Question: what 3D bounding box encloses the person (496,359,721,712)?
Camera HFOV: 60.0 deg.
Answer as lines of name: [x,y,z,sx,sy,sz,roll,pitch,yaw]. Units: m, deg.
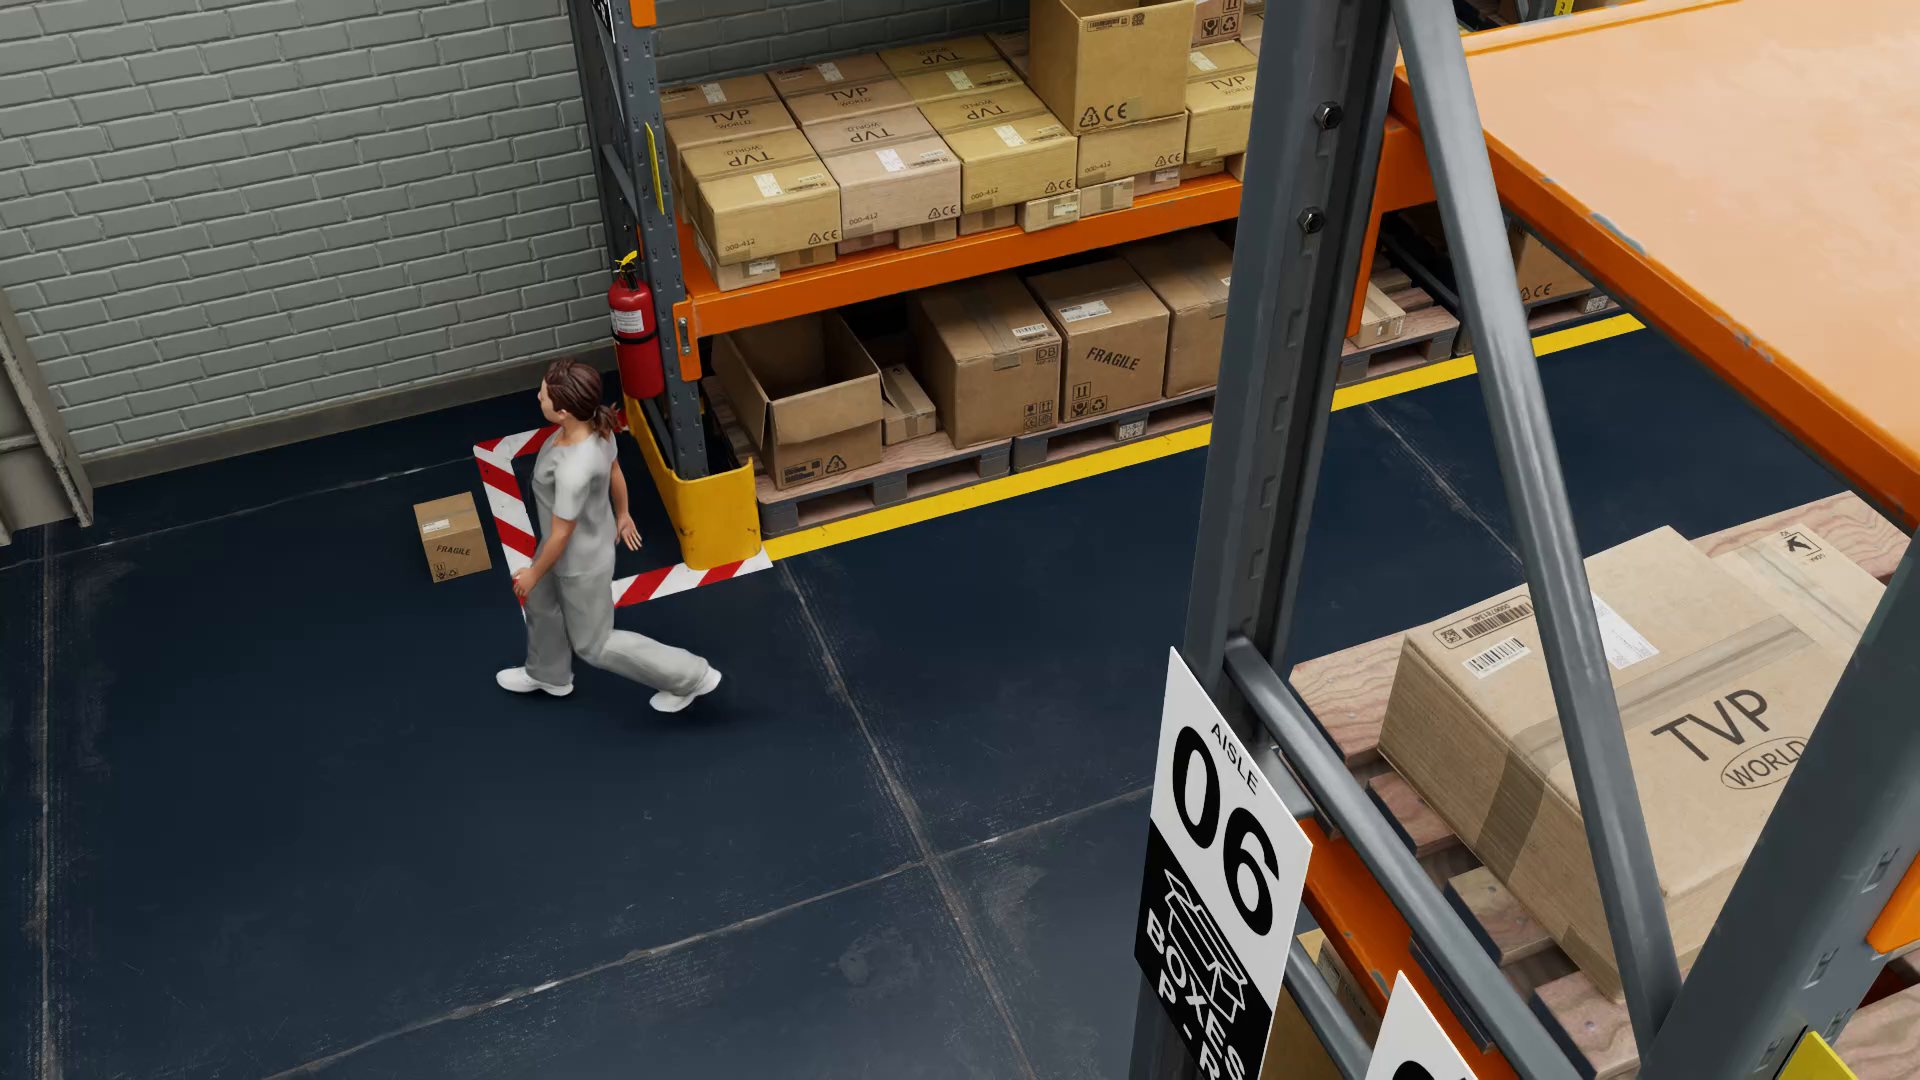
person: [-1.396,0.024,6.134,0.922,1.620,0.454,-2,42,-3]
